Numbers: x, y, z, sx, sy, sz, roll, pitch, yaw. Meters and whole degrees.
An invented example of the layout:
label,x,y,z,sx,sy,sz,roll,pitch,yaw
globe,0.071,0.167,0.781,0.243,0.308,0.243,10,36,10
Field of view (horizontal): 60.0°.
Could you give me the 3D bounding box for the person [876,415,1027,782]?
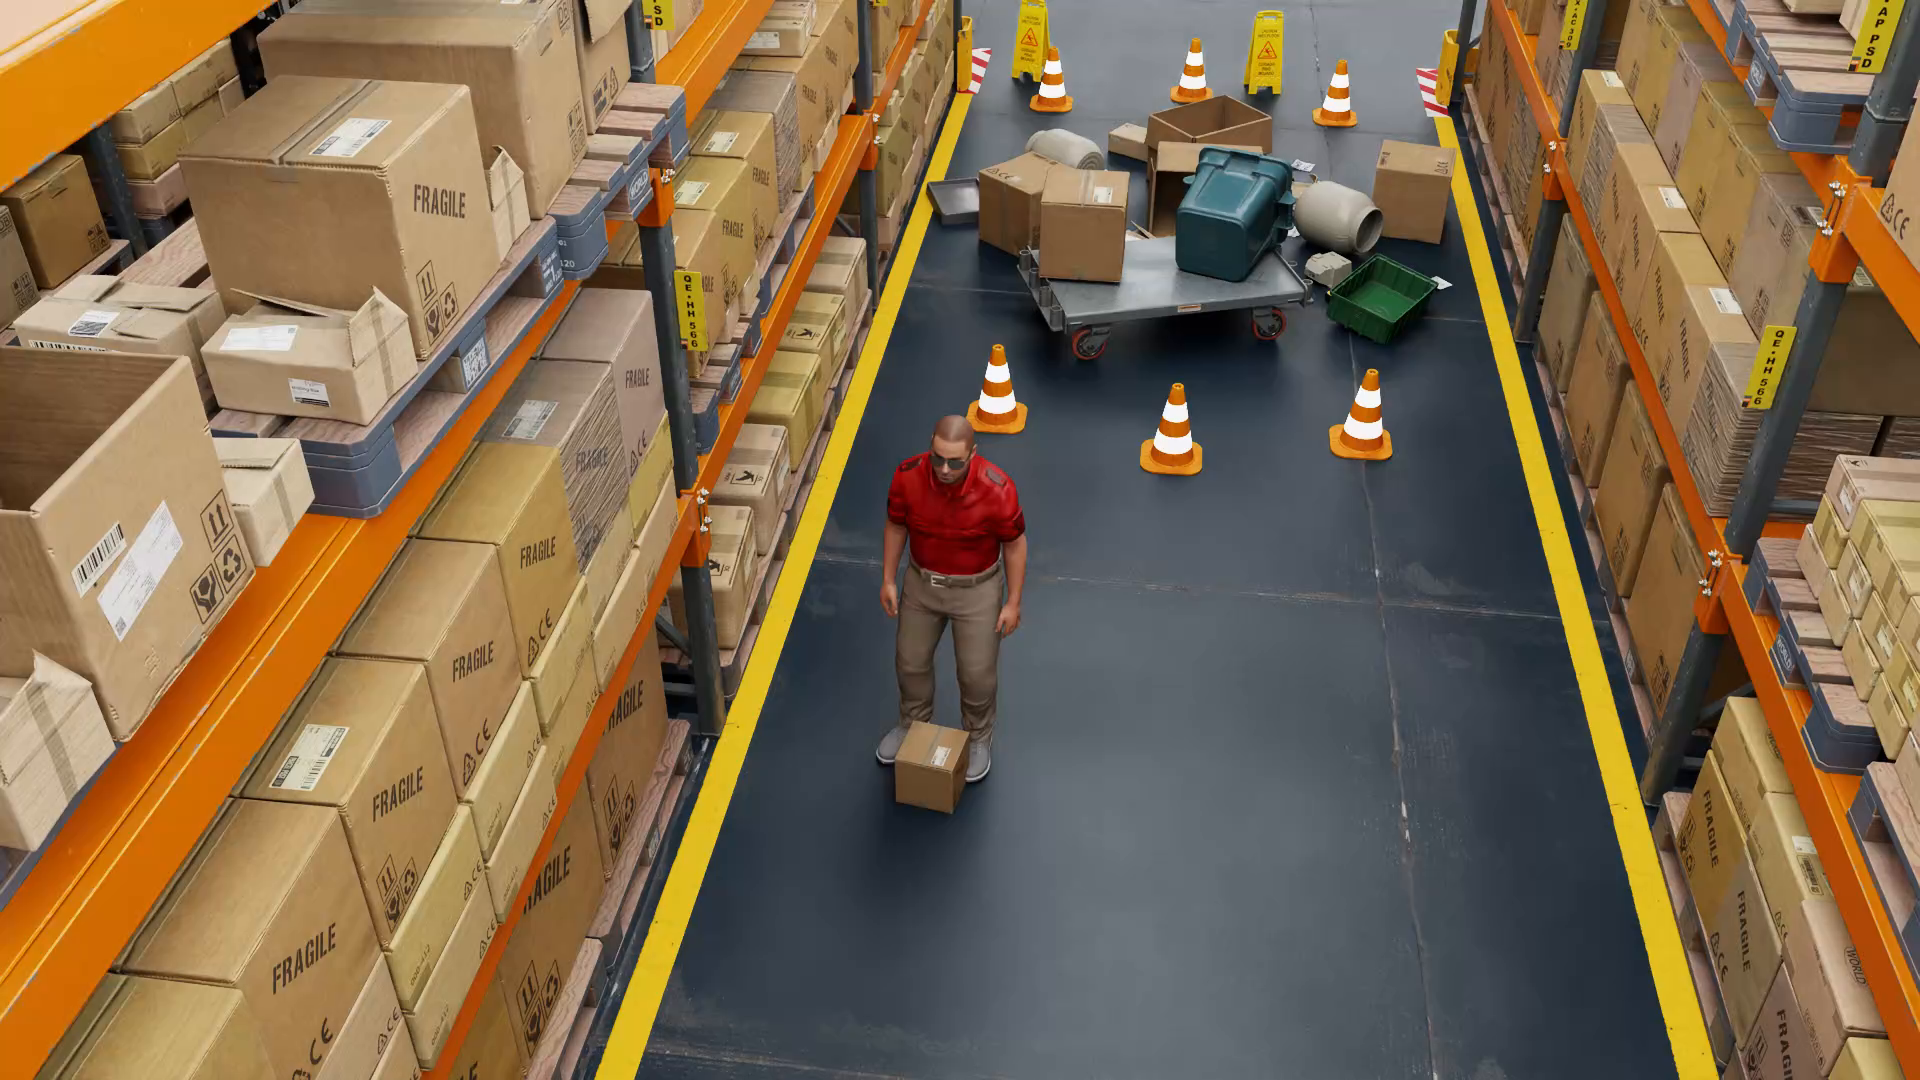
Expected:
label,x,y,z,sx,sy,sz,roll,pitch,yaw
person,-0.038,0.213,6.756,0.606,1.728,0.386,10,37,13
